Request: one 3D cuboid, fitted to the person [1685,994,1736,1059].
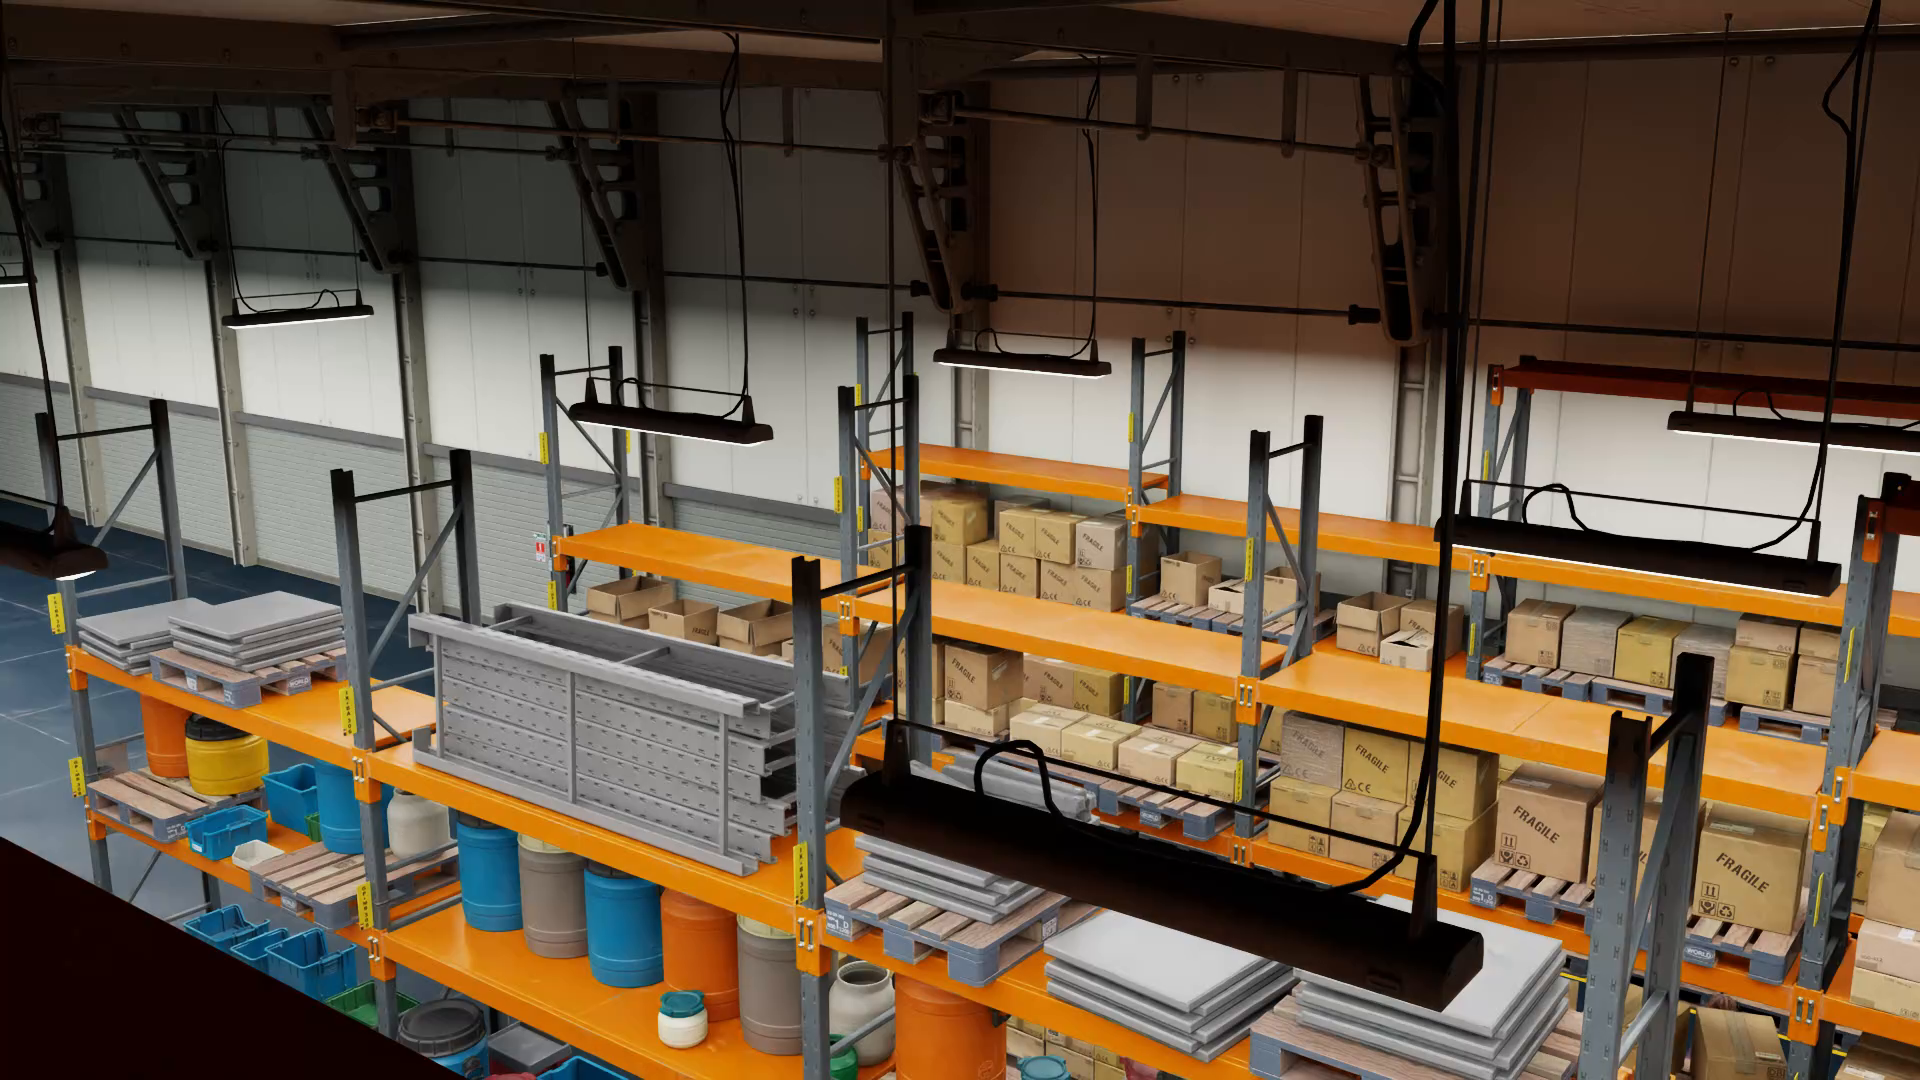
[{"bbox_3d":[5.808,4.307,13.237,0.566,1.575,0.473,3,13,12],"label":"person"}]
